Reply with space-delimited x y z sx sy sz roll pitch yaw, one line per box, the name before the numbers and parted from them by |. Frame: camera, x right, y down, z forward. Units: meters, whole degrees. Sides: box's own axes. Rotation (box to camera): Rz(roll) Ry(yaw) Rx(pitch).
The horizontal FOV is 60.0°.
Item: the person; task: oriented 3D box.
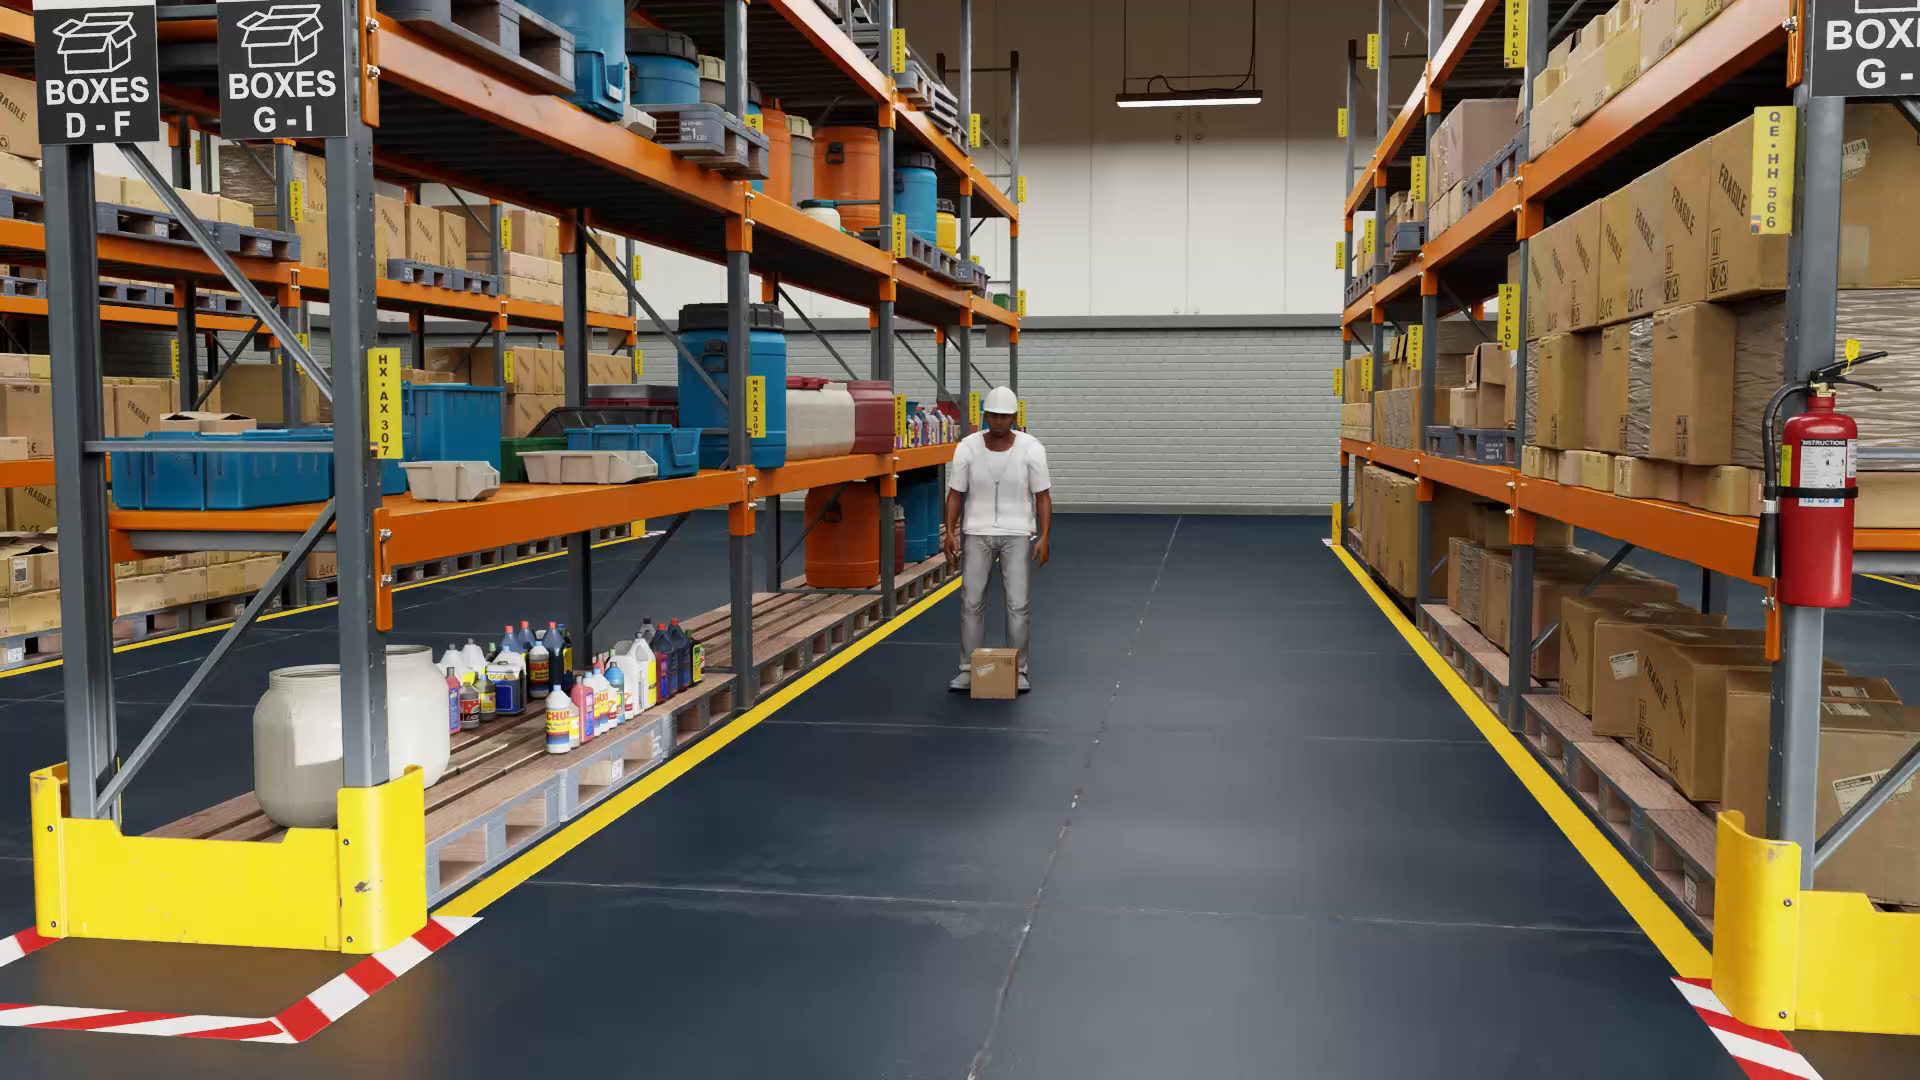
person | 0.216 -0.009 9.648 0.626 1.760 0.458 1 4 7
